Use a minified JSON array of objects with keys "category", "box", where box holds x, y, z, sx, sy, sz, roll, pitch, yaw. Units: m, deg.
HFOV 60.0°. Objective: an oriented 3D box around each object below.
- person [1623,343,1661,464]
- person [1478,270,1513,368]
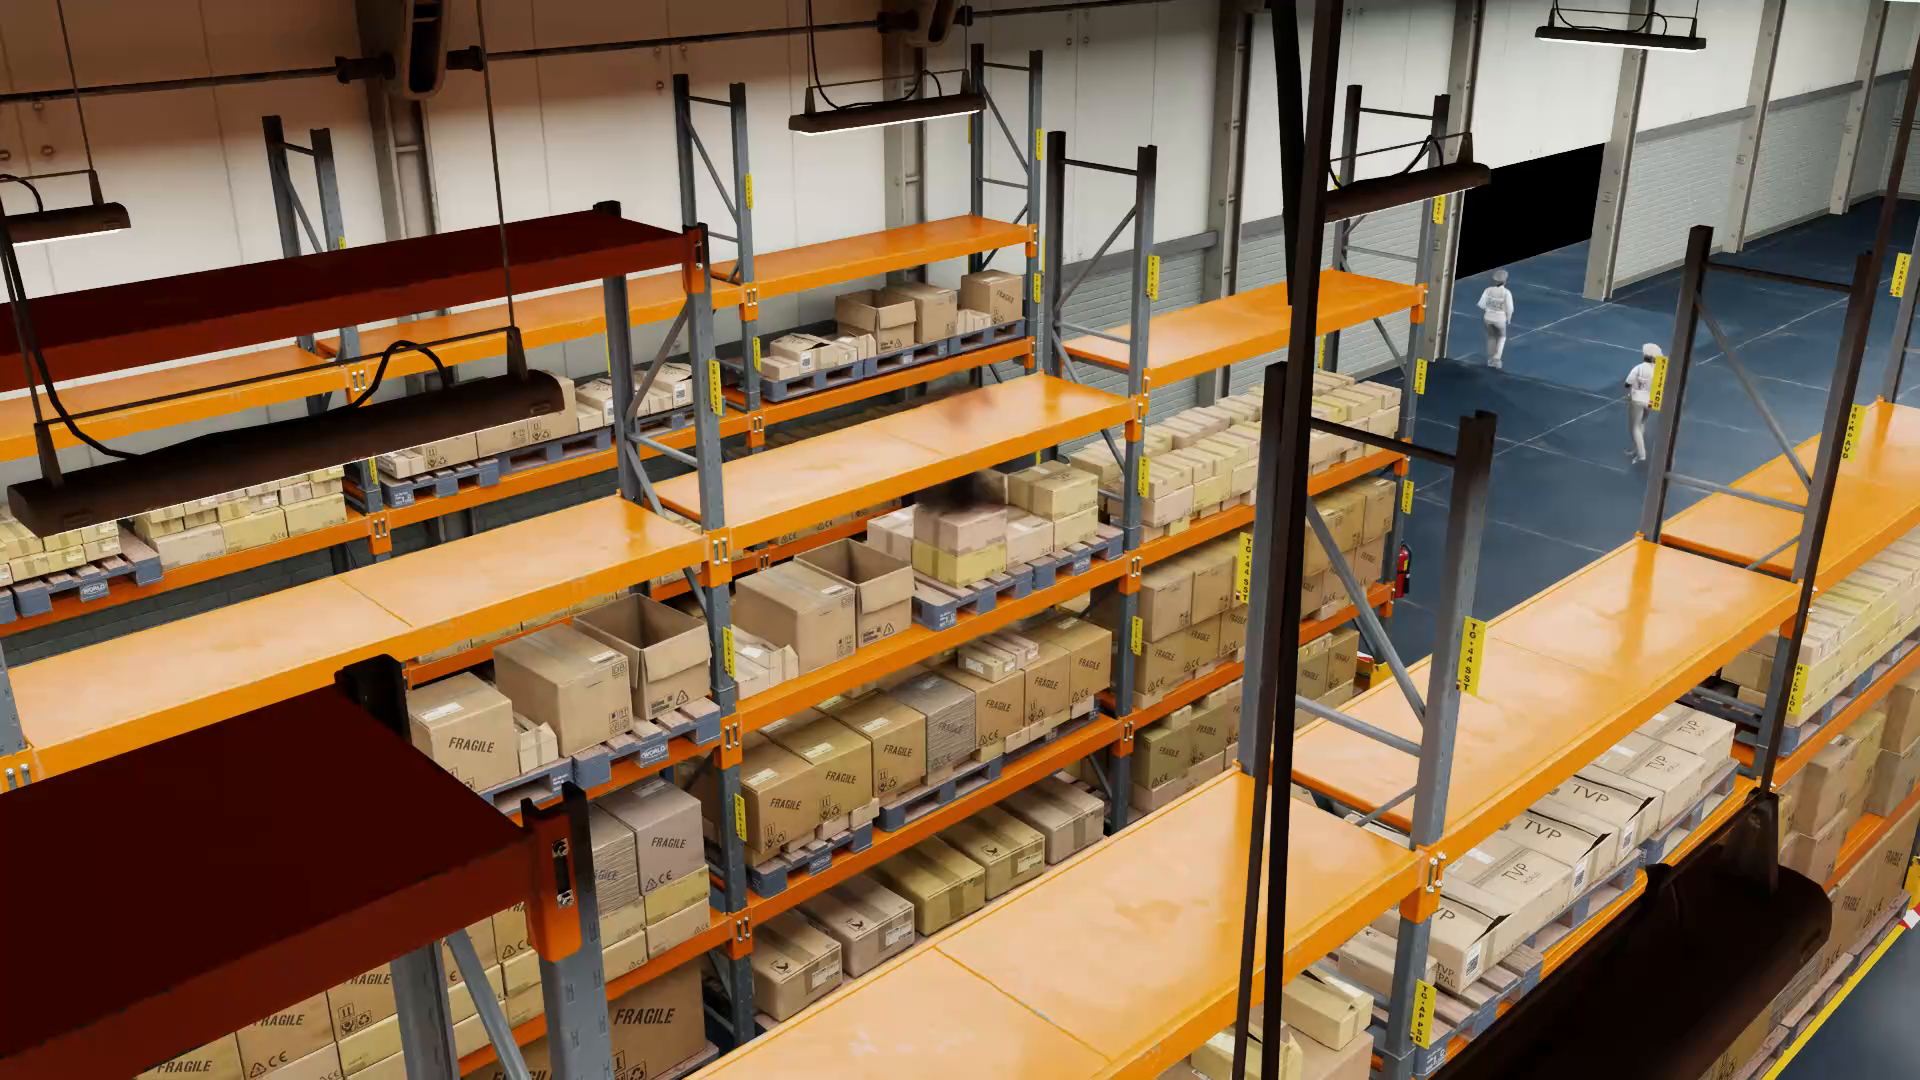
[{"category":"person","box":[9.518,-1.890,23.171,0.562,1.721,0.885,-1,22,-3]},{"category":"person","box":[8.896,-3.662,27.557,0.601,1.652,0.467,15,27,31]}]
